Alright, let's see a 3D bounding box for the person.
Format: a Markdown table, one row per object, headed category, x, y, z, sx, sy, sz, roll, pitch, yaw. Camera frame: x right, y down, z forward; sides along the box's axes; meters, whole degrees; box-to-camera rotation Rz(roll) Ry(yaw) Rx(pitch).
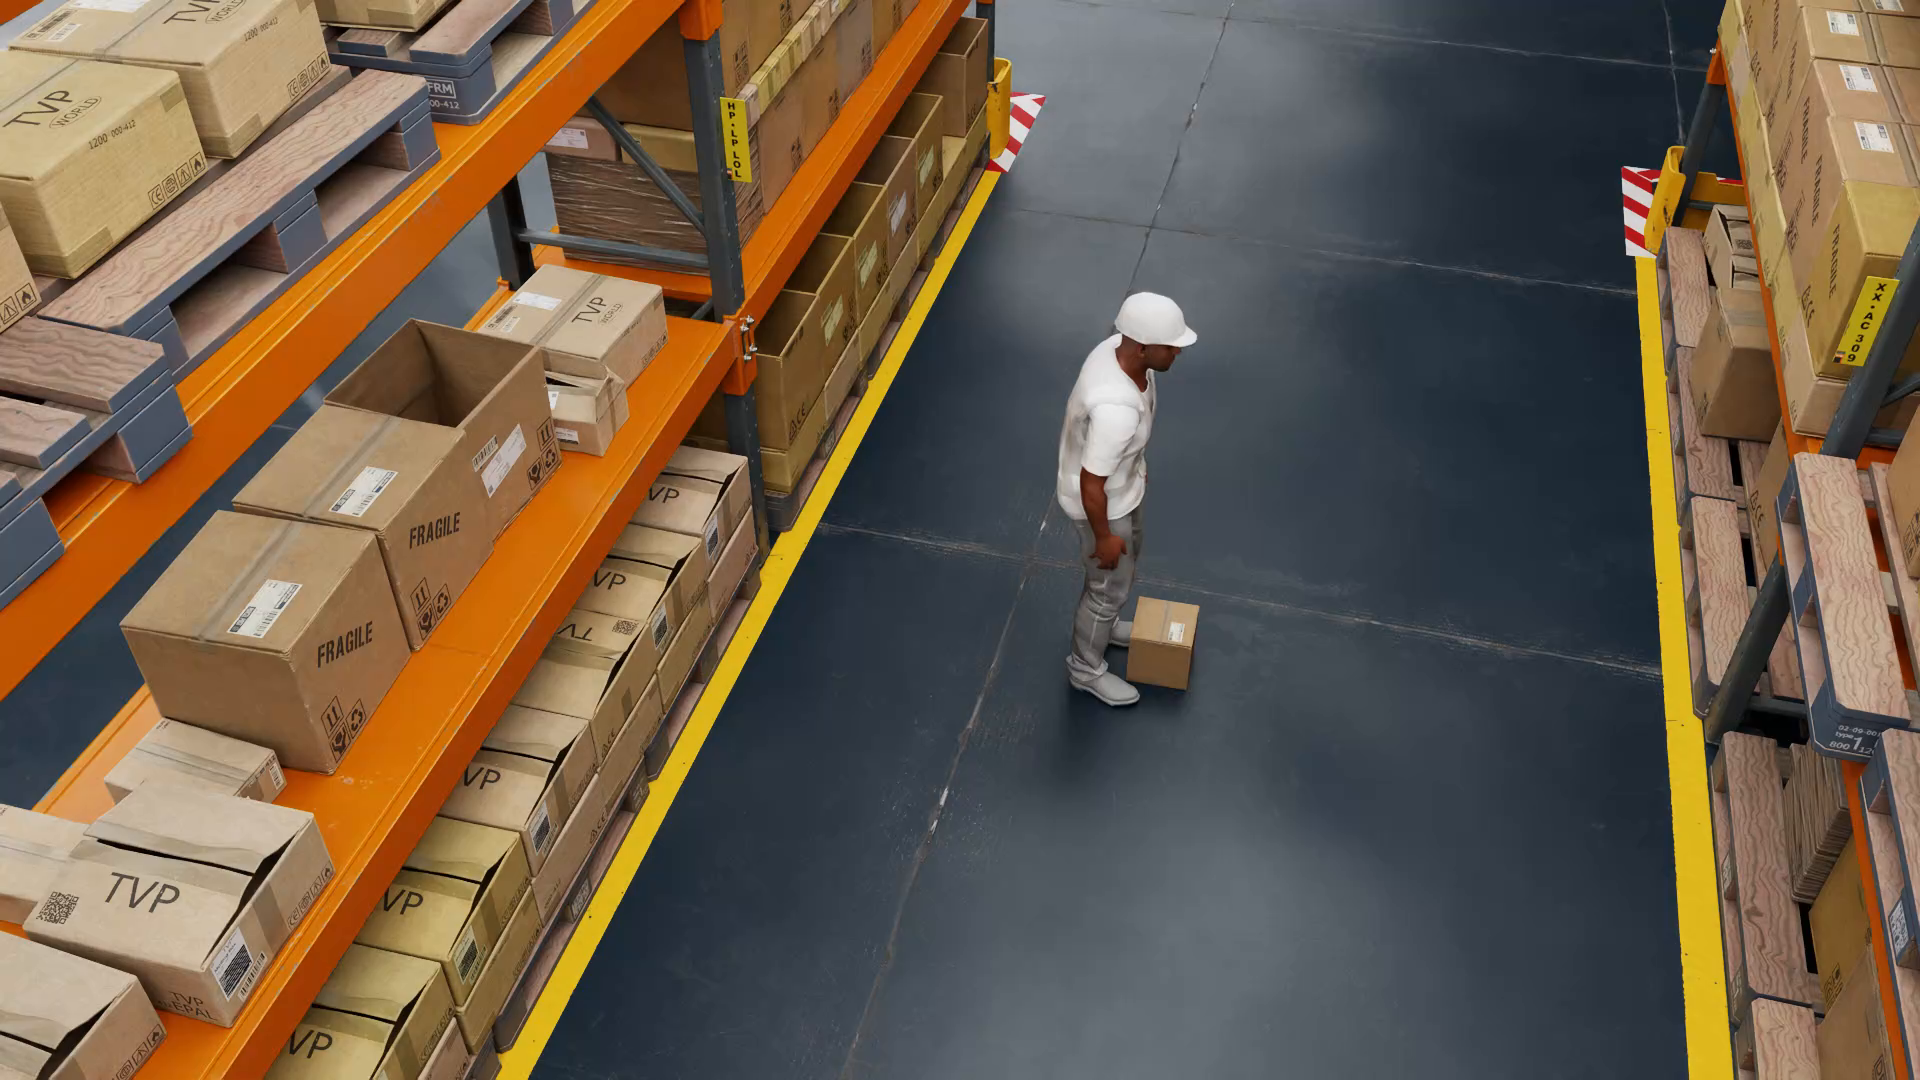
| category | x | y | z | sx | sy | sz | roll | pitch | yaw |
| --- | --- | --- | --- | --- | --- | --- | --- | --- | --- |
| person | 0.602 | -0.176 | 6.348 | 0.460 | 1.760 | 0.625 | 10 | 42 | 11 |
